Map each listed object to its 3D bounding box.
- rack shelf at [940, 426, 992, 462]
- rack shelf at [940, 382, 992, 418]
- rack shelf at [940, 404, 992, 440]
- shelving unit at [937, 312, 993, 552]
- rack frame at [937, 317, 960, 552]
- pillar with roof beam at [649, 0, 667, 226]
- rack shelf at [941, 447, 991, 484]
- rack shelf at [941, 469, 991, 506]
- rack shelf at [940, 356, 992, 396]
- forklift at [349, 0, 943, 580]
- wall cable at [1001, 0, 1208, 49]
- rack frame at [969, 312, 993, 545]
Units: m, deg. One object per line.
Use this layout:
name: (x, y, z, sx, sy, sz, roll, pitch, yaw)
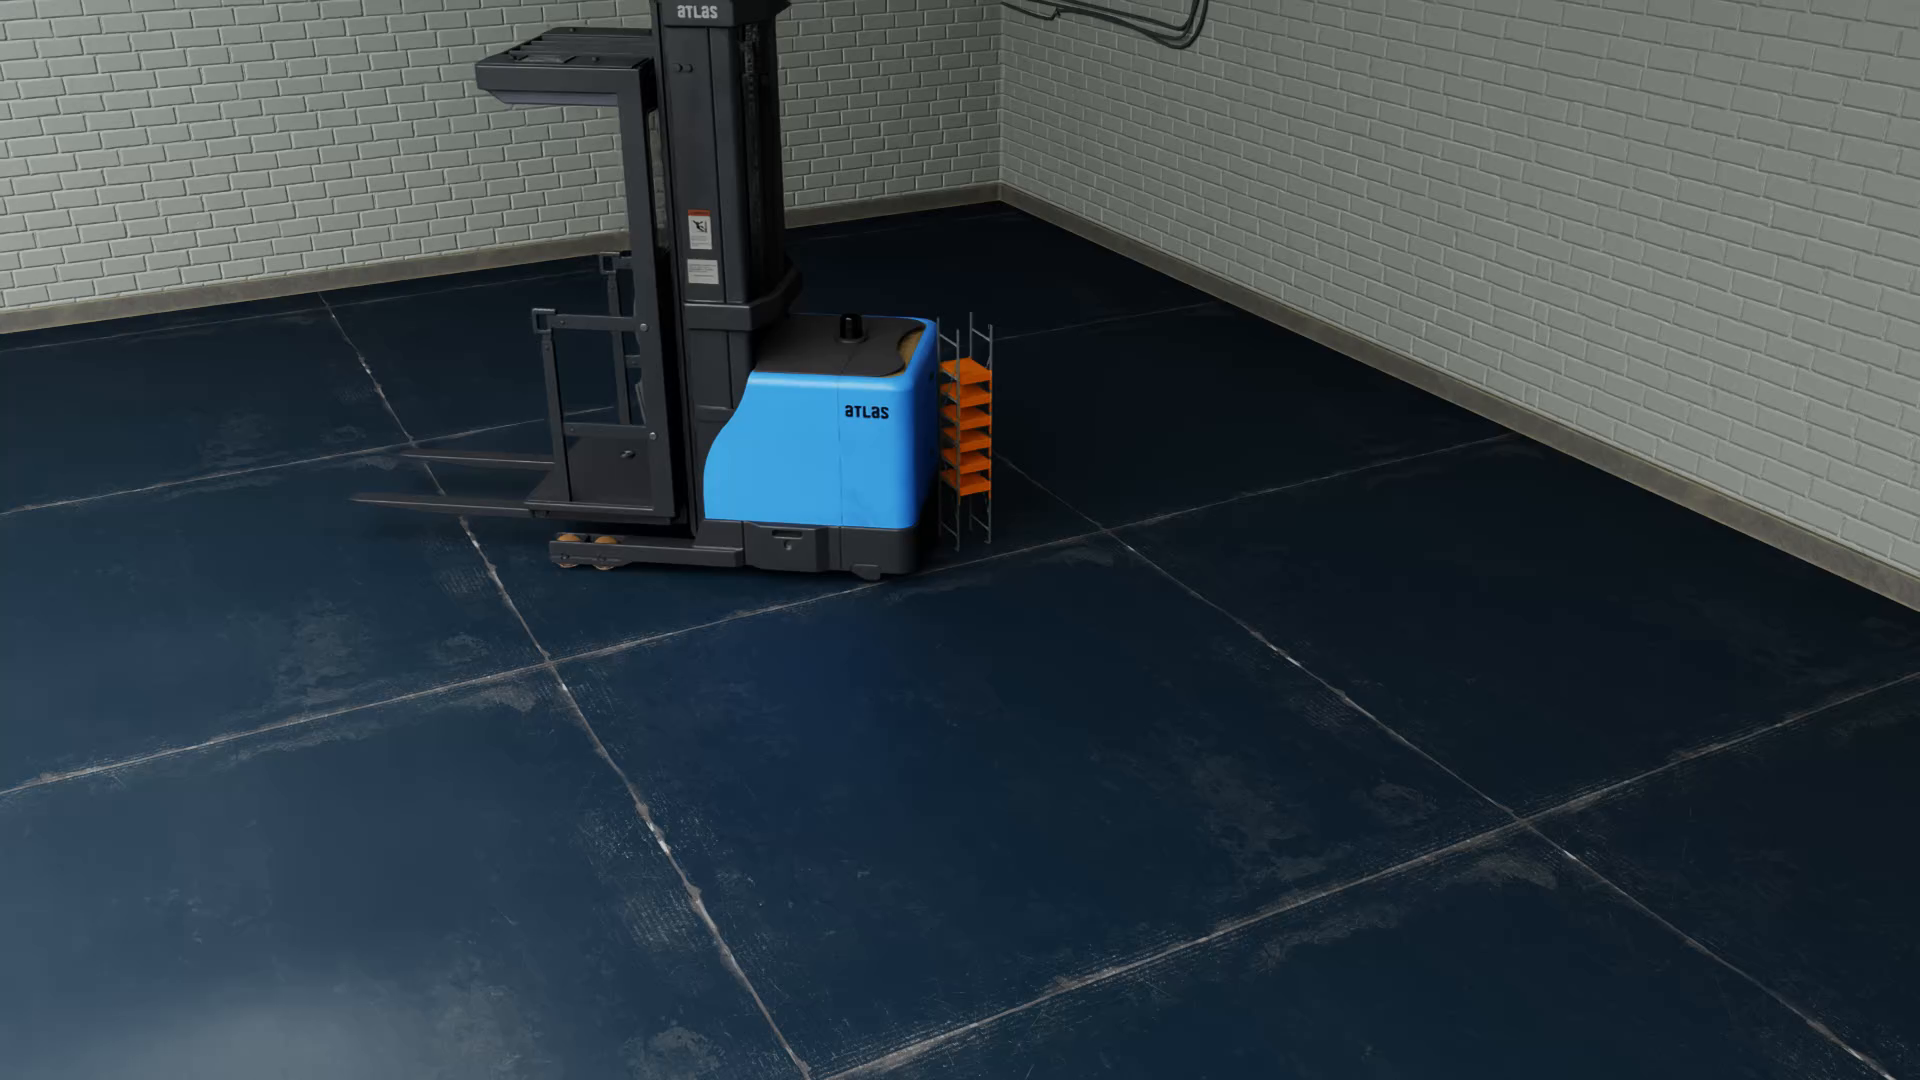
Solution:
rack shelf: (0.023, -0.502, 8.513, 0.180, 0.103, 0.258, -12, 28, -24)
rack shelf: (0.023, -0.719, 8.409, 0.180, 0.103, 0.258, -12, 28, -24)
rack shelf: (0.023, -0.611, 8.461, 0.180, 0.103, 0.258, -12, 28, -24)
shelving unit: (0.023, -0.543, 8.494, 0.189, 1.200, 0.258, -12, 28, -24)
rack frame: (-0.058, -0.525, 8.457, 0.006, 1.200, 0.240, -12, 28, -24)
pillar with roof beam: (-0.175, -4.876, 8.509, 0.400, 9.000, 9.100, -13, 29, -25)
rack shelf: (0.023, -0.394, 8.565, 0.180, 0.103, 0.258, -12, 28, -24)
rack shelf: (0.023, -0.286, 8.617, 0.180, 0.103, 0.258, -12, 28, -24)
rack shelf: (0.023, -0.827, 8.357, 0.180, 0.103, 0.258, -12, 28, -24)
forklift: (-1.648, -1.391, 8.261, 3.031, 2.935, 1.130, 3, 26, 7)
wall cable: (1.021, -5.215, 12.803, 0.112, 2.526, 3.097, -13, 29, -25)
rack frame: (0.105, -0.560, 8.531, 0.006, 1.200, 0.240, -12, 28, -24)
